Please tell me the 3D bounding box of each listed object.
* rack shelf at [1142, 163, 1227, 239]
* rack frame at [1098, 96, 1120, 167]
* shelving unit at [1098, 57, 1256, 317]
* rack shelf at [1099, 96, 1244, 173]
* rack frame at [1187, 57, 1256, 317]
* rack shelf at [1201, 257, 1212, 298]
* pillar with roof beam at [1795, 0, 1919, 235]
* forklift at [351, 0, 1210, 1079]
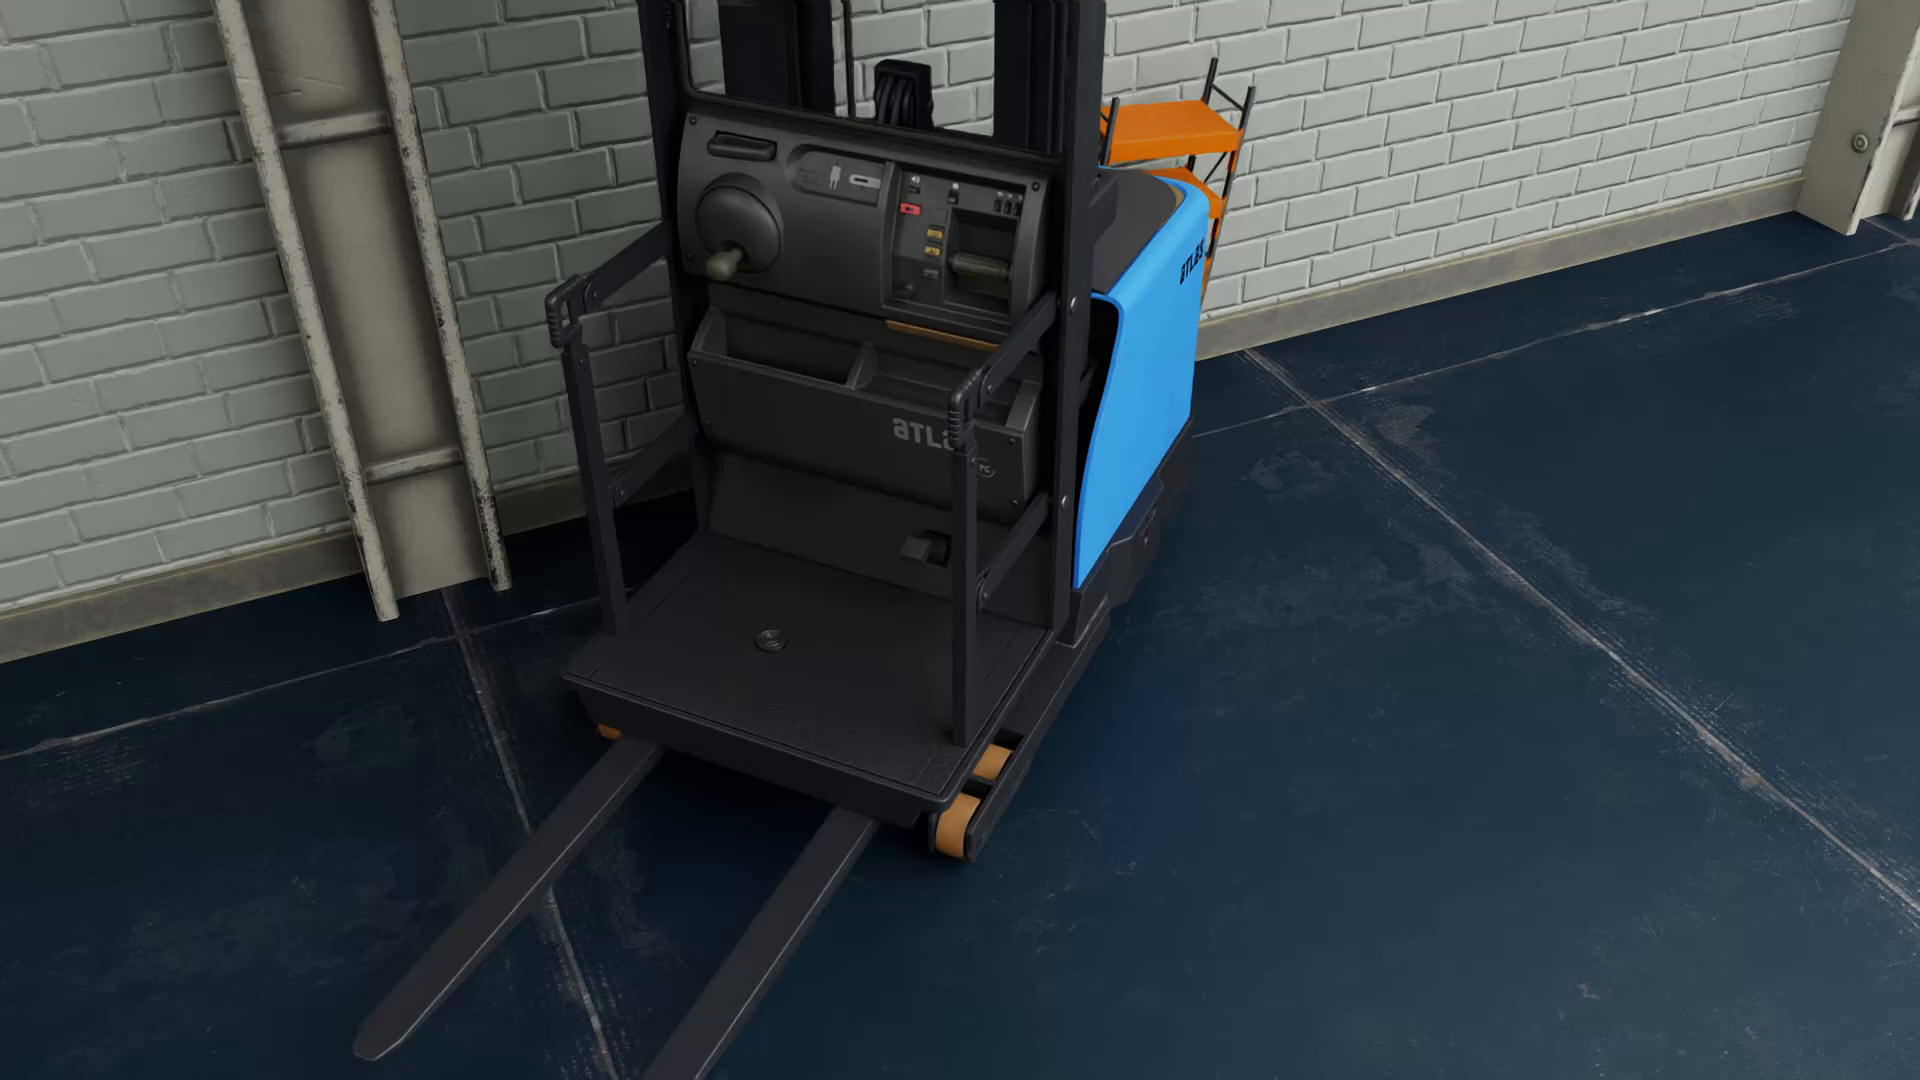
[{"bbox_3d":[0.582,-1.076,5.379,0.480,0.148,0.258,-11,42,-24],"label":"rack shelf"},{"bbox_3d":[0.343,-0.911,5.377,0.015,1.200,0.240,-11,42,-24],"label":"rack frame"},{"bbox_3d":[0.563,-0.954,5.475,0.503,1.200,0.258,-11,42,-24],"label":"shelving unit"},{"bbox_3d":[0.612,-1.260,5.234,0.480,0.148,0.258,-11,42,-24],"label":"rack shelf"},{"bbox_3d":[0.782,-0.996,5.574,0.015,1.200,0.240,-11,42,-24],"label":"rack frame"},{"bbox_3d":[0.554,-0.901,5.517,0.480,0.148,0.258,-11,42,-24],"label":"rack shelf"},{"bbox_3d":[5.657,-2.701,1.338,0.400,9.000,9.100,-16,39,-20],"label":"pillar with roof beam"},{"bbox_3d":[-0.330,-0.674,3.699,1.130,2.935,3.031,15,39,20],"label":"forklift"}]
